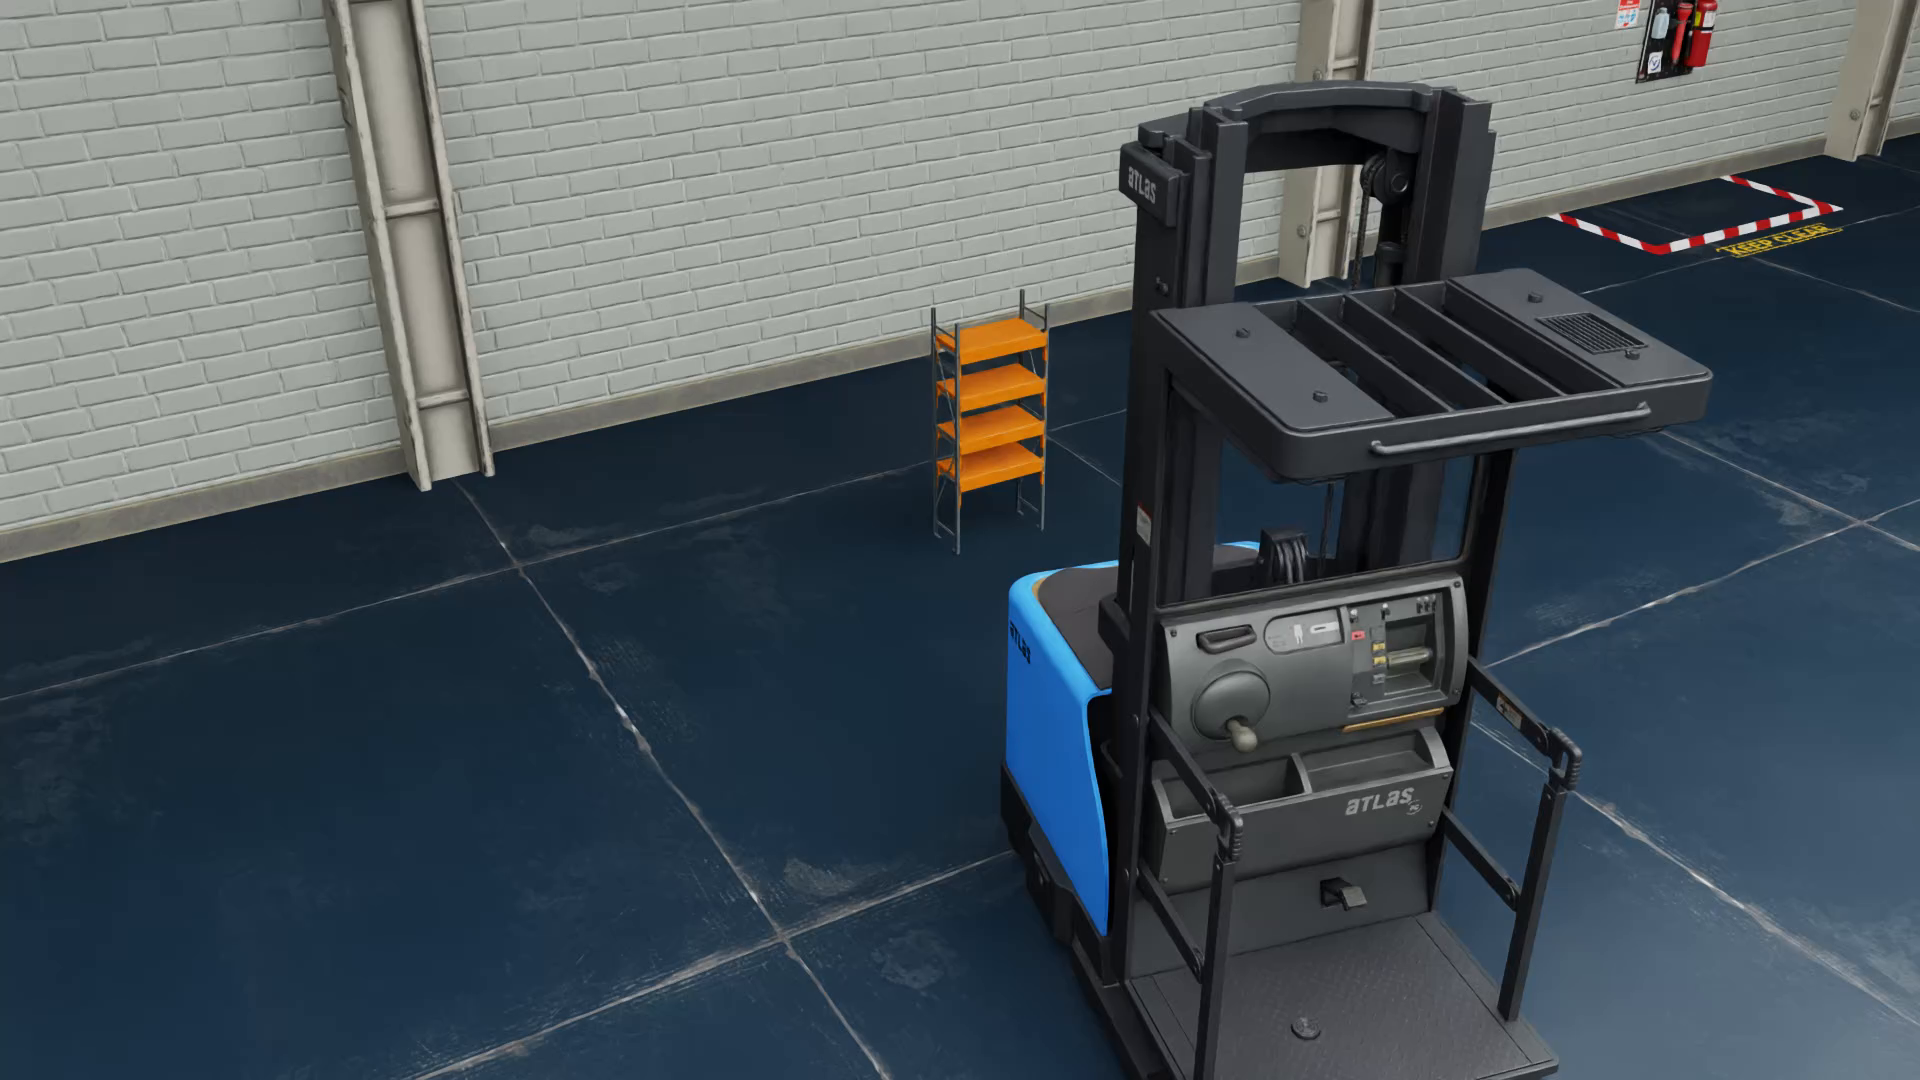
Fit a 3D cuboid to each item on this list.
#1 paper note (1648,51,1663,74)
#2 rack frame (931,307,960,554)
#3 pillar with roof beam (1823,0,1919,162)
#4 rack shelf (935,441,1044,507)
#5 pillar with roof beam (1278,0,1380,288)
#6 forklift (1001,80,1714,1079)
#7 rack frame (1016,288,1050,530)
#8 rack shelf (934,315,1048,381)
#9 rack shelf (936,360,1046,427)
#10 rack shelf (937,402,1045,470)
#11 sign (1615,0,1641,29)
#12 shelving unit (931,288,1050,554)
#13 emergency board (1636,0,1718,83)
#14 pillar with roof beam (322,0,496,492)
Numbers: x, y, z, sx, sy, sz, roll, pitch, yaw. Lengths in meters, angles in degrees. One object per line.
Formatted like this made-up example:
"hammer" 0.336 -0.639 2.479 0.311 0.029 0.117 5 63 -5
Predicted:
"paper note" 5.280 -3.626 12.628 0.142 0.148 0.016 -16 33 -26
"rack frame" -0.068 -0.506 7.925 0.015 1.200 0.240 -16 33 -26
"pillar with roof beam" 9.799 -5.449 8.809 0.400 9.000 9.100 -16 33 -26
"rack shelf" 0.143 -0.333 8.162 0.480 0.148 0.258 -16 33 -26
"pillar with roof beam" 4.626 -3.980 6.148 0.400 9.000 9.100 -16 33 -26
"forklift" 1.076 0.392 4.506 1.130 2.935 3.031 -9 30 -15
"rack frame" 0.353 -0.626 8.142 0.015 1.200 0.240 -16 33 -26
"rack shelf" 0.143 -0.910 7.844 0.480 0.148 0.258 -16 33 -26
"rack shelf" 0.143 -0.703 7.958 0.480 0.148 0.258 -16 33 -26
"rack shelf" 0.143 -0.507 8.066 0.480 0.148 0.258 -16 33 -26
"sign" 4.939 -3.950 12.265 0.234 0.329 0.001 -16 33 -26
"shelving unit" 0.143 -0.566 8.034 0.503 1.200 0.258 -16 33 -26
"emergency board" 5.468 -4.026 12.441 0.643 1.169 0.194 -16 33 -26
"pillar with roof beam" -0.547 -2.511 3.487 0.400 9.000 9.100 -16 33 -26
